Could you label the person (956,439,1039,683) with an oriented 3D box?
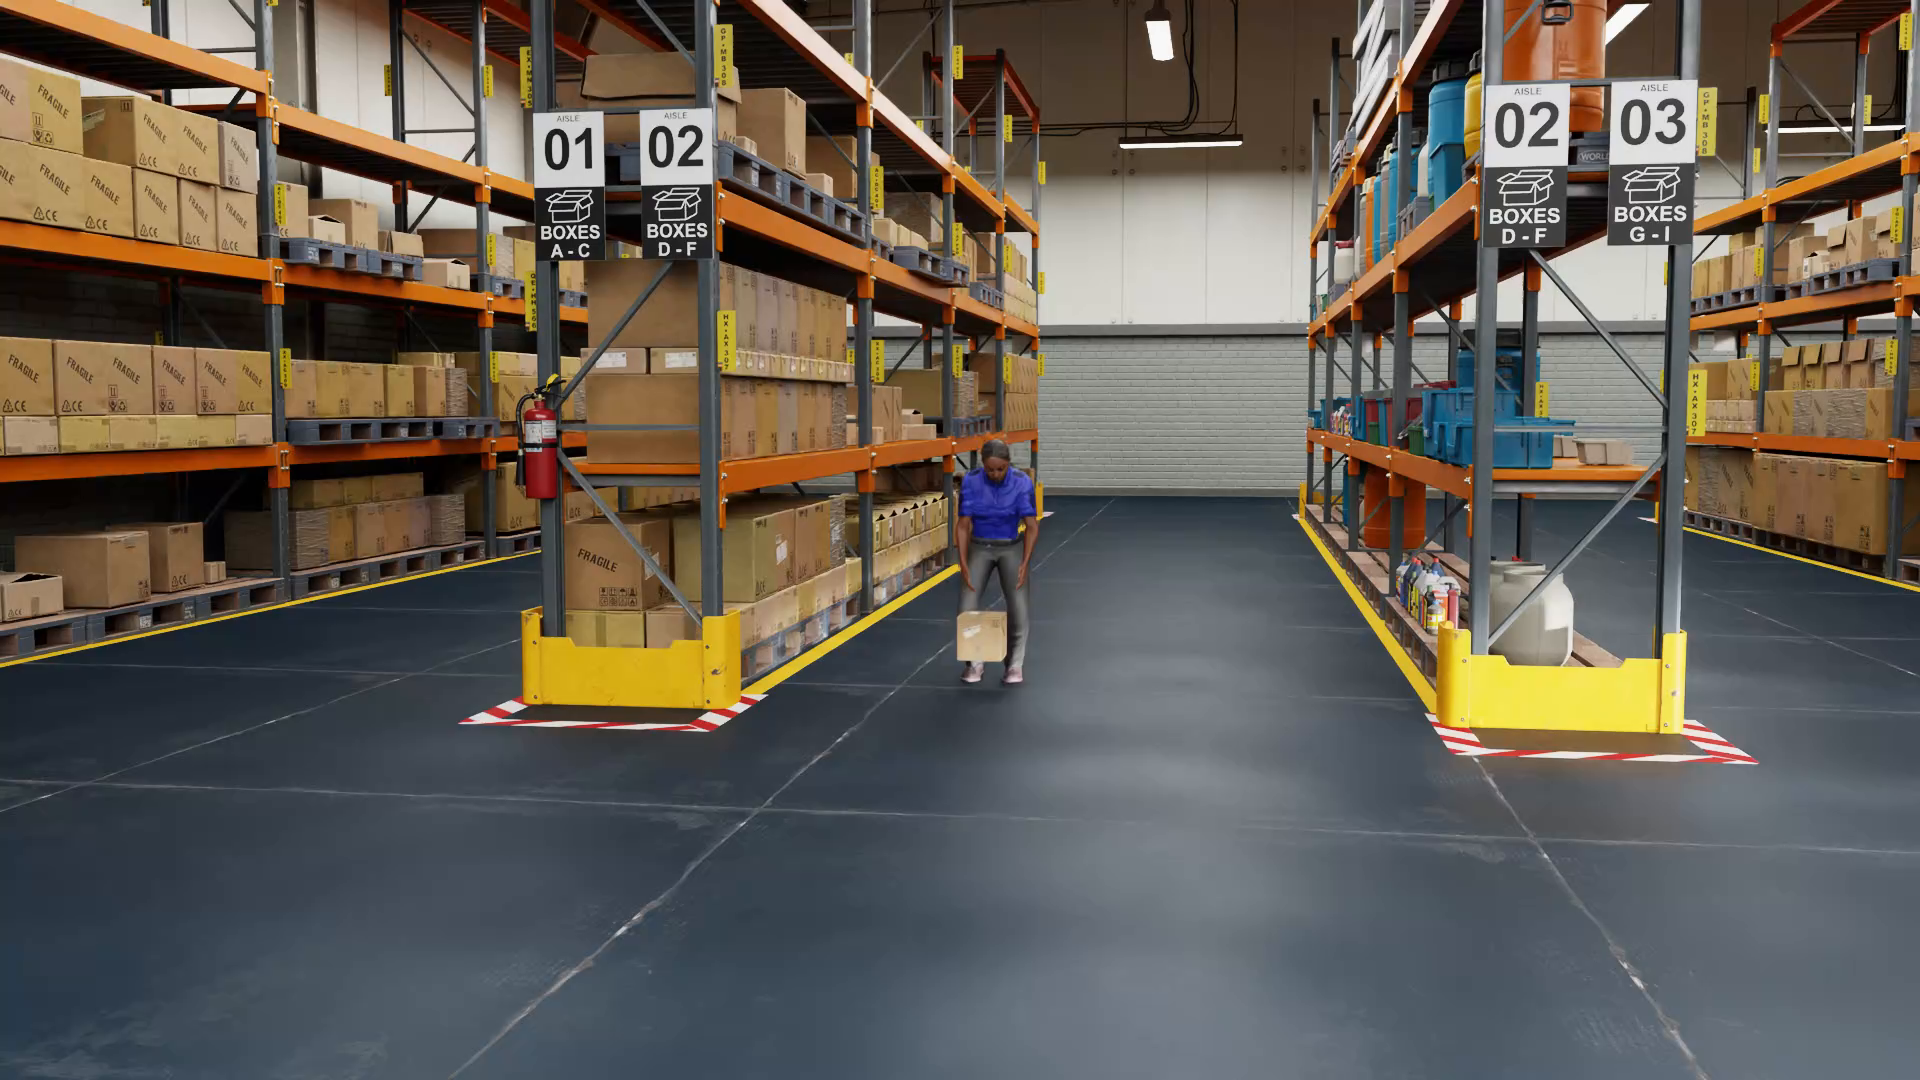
[{"bbox_3d":[0.228,0.122,9.836,0.492,1.442,0.576,1,5,9],"label":"person"}]
